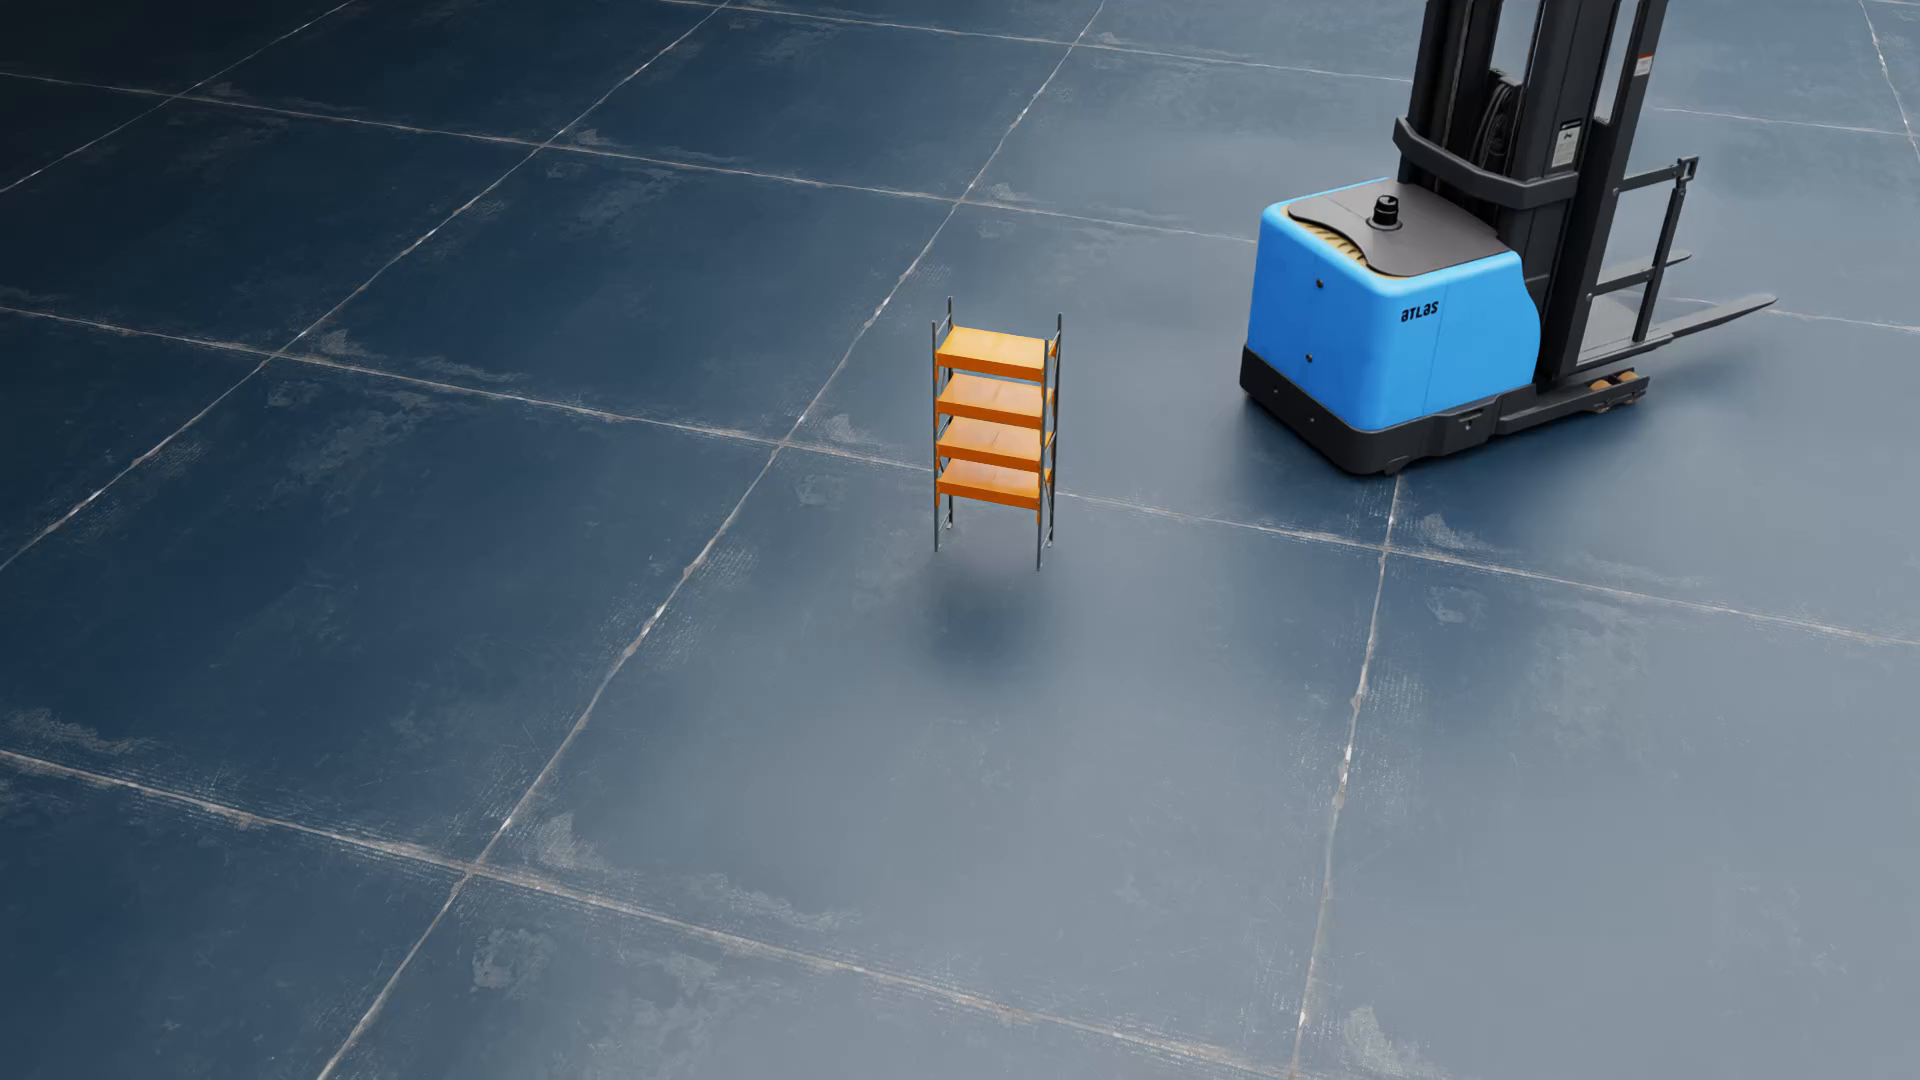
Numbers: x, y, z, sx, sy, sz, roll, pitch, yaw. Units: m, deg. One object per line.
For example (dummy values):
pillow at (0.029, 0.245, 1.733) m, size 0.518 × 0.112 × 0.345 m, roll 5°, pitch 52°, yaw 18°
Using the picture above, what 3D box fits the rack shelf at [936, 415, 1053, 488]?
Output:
rack shelf at (0.158, -0.400, 7.394) m, size 0.480 × 0.148 × 0.258 m, roll 10°, pitch 38°, yaw 14°

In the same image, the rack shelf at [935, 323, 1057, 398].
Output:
rack shelf at (0.158, -0.770, 7.122) m, size 0.480 × 0.148 × 0.258 m, roll 10°, pitch 38°, yaw 14°

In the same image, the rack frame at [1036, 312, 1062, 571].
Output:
rack frame at (0.391, -0.411, 7.296) m, size 0.015 × 1.200 × 0.240 m, roll 10°, pitch 38°, yaw 14°

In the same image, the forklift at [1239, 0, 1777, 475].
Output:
forklift at (3.020, -2.103, 8.135) m, size 3.031 × 2.935 × 1.130 m, roll -17°, pitch 40°, yaw -21°

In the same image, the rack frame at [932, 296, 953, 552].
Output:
rack frame at (-0.075, -0.497, 7.413) m, size 0.015 × 1.200 × 0.240 m, roll 10°, pitch 38°, yaw 14°

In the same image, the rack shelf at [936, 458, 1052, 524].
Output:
rack shelf at (0.158, -0.240, 7.512) m, size 0.480 × 0.148 × 0.258 m, roll 10°, pitch 38°, yaw 14°

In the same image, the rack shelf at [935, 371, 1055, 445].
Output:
rack shelf at (0.158, -0.580, 7.262) m, size 0.480 × 0.148 × 0.258 m, roll 10°, pitch 38°, yaw 14°

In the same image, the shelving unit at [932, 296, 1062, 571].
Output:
shelving unit at (0.158, -0.454, 7.355) m, size 0.503 × 1.200 × 0.258 m, roll 10°, pitch 38°, yaw 14°
